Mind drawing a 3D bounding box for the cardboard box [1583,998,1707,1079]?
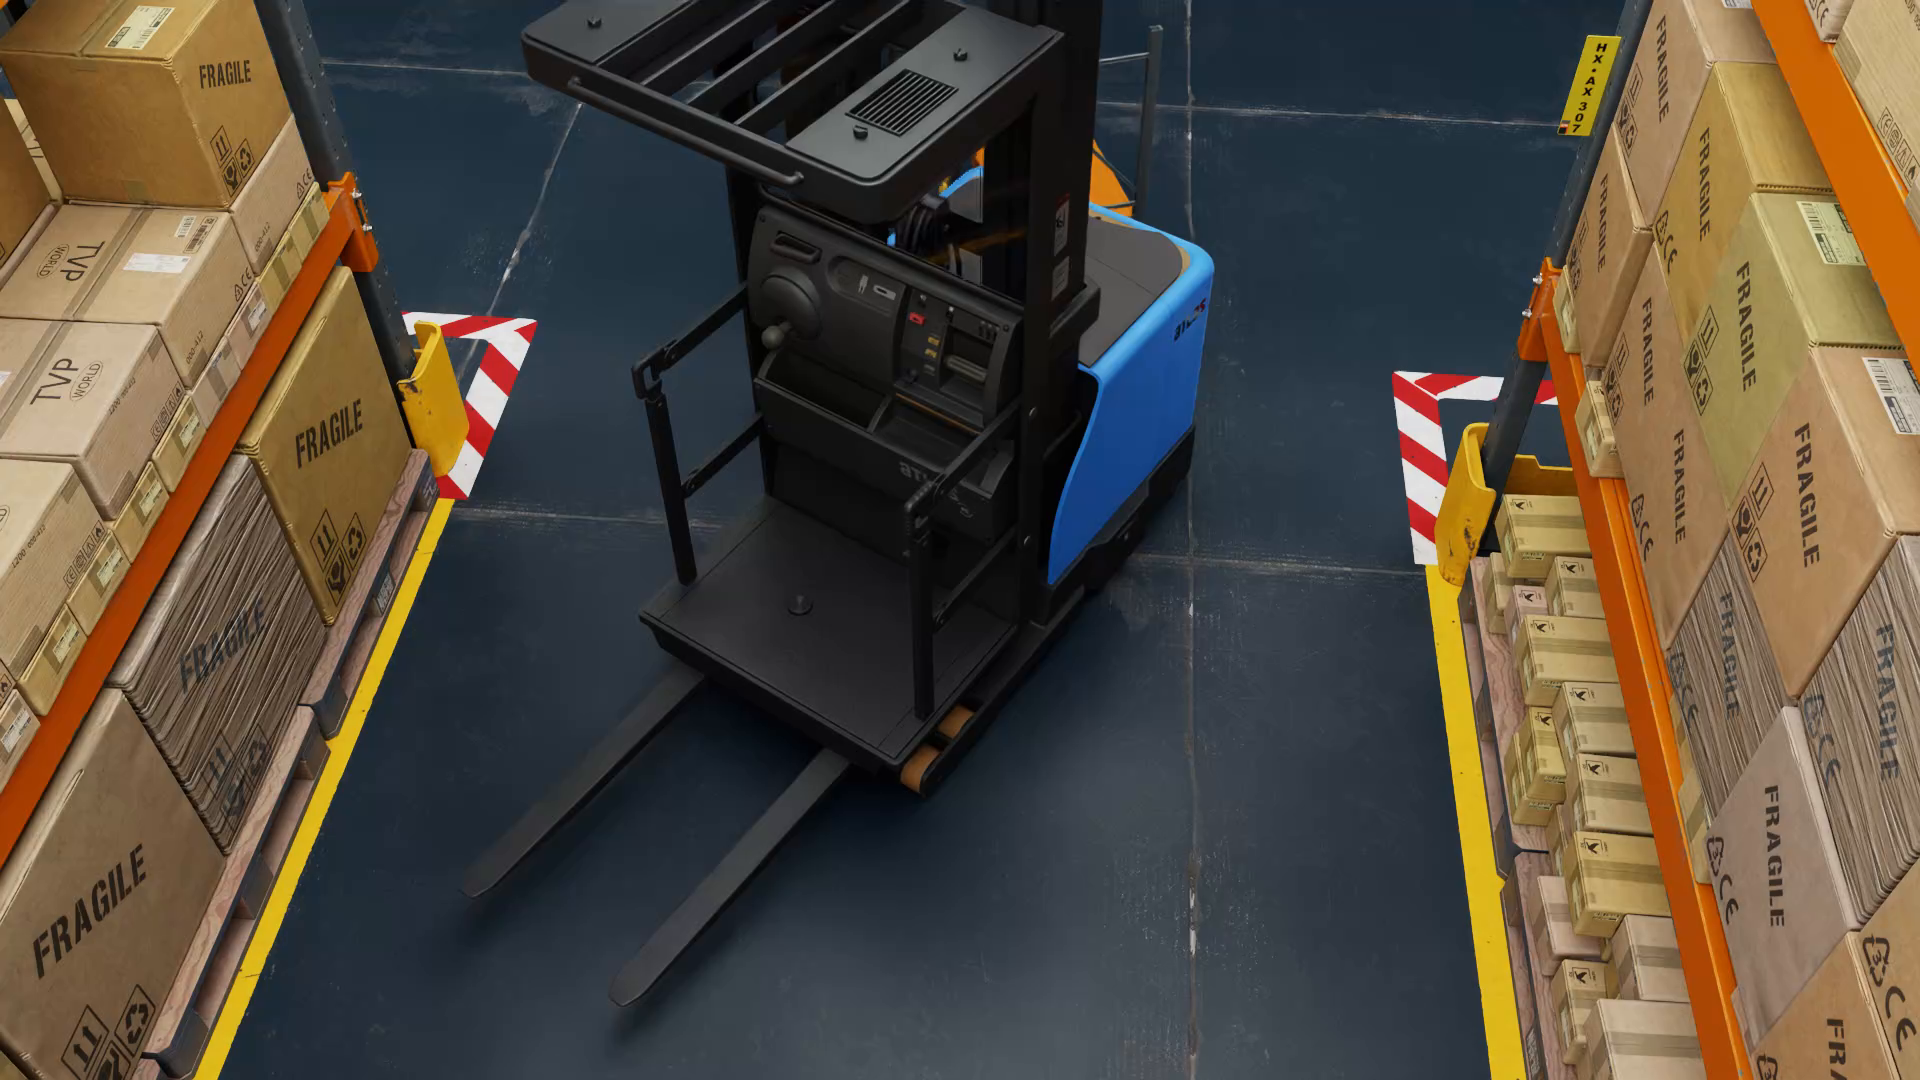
[{"bbox_3d":[1.826,1.327,4.247,0.380,0.149,0.250,2,48,2],"label":"cardboard box"}]

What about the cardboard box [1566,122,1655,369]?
[{"bbox_3d":[2.055,-0.812,4.691,0.500,0.500,0.500,6,48,5],"label":"cardboard box"}]

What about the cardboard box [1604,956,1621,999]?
[{"bbox_3d":[1.974,1.264,4.507,0.380,0.149,0.250,6,48,5],"label":"cardboard box"}]

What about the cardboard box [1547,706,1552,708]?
[{"bbox_3d":[2.053,0.482,5.222,0.380,0.149,0.250,4,48,4],"label":"cardboard box"}]

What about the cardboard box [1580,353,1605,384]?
[{"bbox_3d":[2.034,-0.499,4.843,0.380,0.149,0.250,5,48,5],"label":"cardboard box"}]

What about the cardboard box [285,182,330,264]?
[{"bbox_3d":[-2.263,-1.028,5.328,0.380,0.149,0.250,5,48,4],"label":"cardboard box"}]

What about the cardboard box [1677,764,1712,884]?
[{"bbox_3d":[1.871,0.656,3.788,0.380,0.149,0.250,5,48,4],"label":"cardboard box"}]

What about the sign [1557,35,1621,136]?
[{"bbox_3d":[1.831,-1.318,4.836,0.100,0.325,0.005,4,48,4],"label":"sign"}]

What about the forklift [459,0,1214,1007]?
[{"bbox_3d":[-0.366,-0.566,4.781,1.130,2.935,3.031,27,53,23],"label":"forklift"}]

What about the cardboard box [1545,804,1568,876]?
[{"bbox_3d":[1.986,0.950,4.996,0.380,0.149,0.250,4,48,4],"label":"cardboard box"}]

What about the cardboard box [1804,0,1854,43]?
[{"bbox_3d":[2.024,-1.252,3.431,0.500,0.250,0.500,5,48,5],"label":"cardboard box"}]

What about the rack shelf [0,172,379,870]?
[{"bbox_3d":[-2.741,0.315,4.416,1.077,0.370,4.000,4,48,4],"label":"rack shelf"}]

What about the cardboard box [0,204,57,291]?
[{"bbox_3d":[-2.912,-0.730,4.785,0.500,0.250,0.500,3,48,3],"label":"cardboard box"}]

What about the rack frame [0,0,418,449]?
[{"bbox_3d":[-2.559,-1.397,5.495,1.000,3.000,0.127,4,48,4],"label":"rack frame"}]

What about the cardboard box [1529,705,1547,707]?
[{"bbox_3d":[2.047,0.575,5.338,0.380,0.149,0.250,4,48,4],"label":"cardboard box"}]

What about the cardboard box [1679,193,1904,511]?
[{"bbox_3d":[1.957,-0.397,3.633,0.500,0.500,0.500,3,48,3],"label":"cardboard box"}]

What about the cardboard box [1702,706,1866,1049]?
[{"bbox_3d":[1.865,0.695,3.313,0.500,0.500,0.500,4,48,3],"label":"cardboard box"}]

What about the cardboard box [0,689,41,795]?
[{"bbox_3d":[-2.447,0.480,3.949,0.380,0.149,0.250,4,48,4],"label":"cardboard box"}]

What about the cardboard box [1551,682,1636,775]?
[{"bbox_3d":[1.989,0.568,4.942,0.380,0.149,0.250,2,48,2],"label":"cardboard box"}]

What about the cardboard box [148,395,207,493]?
[{"bbox_3d":[-2.355,-0.278,4.642,0.380,0.149,0.250,3,48,3],"label":"cardboard box"}]

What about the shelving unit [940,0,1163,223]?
[{"bbox_3d":[0.333,-1.624,6.719,0.587,1.500,1.083,-12,49,-10],"label":"shelving unit"}]

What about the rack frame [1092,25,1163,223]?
[{"bbox_3d":[0.472,-1.256,6.383,0.500,1.500,0.032,-12,49,-10],"label":"rack frame"}]

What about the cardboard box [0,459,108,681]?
[{"bbox_3d":[-2.475,0.057,4.065,0.500,0.250,0.500,4,48,4],"label":"cardboard box"}]

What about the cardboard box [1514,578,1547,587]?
[{"bbox_3d":[2.068,0.099,5.573,0.380,0.149,0.250,6,48,5],"label":"cardboard box"}]

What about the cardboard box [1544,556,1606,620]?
[{"bbox_3d":[2.080,0.203,5.276,0.380,0.149,0.250,5,48,4],"label":"cardboard box"}]

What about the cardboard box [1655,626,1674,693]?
[{"bbox_3d":[1.969,0.272,4.138,0.380,0.149,0.250,3,48,3],"label":"cardboard box"}]

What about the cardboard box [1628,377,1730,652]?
[{"bbox_3d":[1.975,-0.058,4.001,0.500,0.500,0.500,4,48,4],"label":"cardboard box"}]

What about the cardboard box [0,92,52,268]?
[{"bbox_3d":[-2.917,-0.998,4.522,0.500,0.500,0.500,3,48,3],"label":"cardboard box"}]

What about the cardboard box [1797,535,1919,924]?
[{"bbox_3d":[1.883,0.360,2.941,0.500,0.500,0.500,5,48,5],"label":"cardboard box"}]

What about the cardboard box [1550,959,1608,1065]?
[{"bbox_3d":[1.877,1.332,4.646,0.380,0.149,0.250,4,48,4],"label":"cardboard box"}]

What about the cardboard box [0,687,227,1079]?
[{"bbox_3d":[-2.701,0.977,4.479,0.875,0.875,0.875,4,48,4],"label":"cardboard box"}]

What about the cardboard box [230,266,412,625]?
[{"bbox_3d":[-2.537,-0.346,5.689,0.875,0.875,0.875,4,48,4],"label":"cardboard box"}]

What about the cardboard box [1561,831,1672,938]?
[{"bbox_3d":[1.885,0.961,4.582,0.380,0.149,0.250,5,48,4],"label":"cardboard box"}]

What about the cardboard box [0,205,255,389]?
[{"bbox_3d":[-2.385,-0.700,4.758,0.500,0.250,0.500,3,48,3],"label":"cardboard box"}]

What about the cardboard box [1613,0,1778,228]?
[{"bbox_3d":[2.066,-1.149,4.321,0.500,0.500,0.500,4,48,3],"label":"cardboard box"}]

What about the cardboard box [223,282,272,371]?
[{"bbox_3d":[-2.309,-0.652,4.984,0.380,0.149,0.250,4,48,4],"label":"cardboard box"}]

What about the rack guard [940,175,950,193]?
[{"bbox_3d":[0.200,-1.556,7.504,0.587,0.250,0.087,-12,49,-10],"label":"rack guard"}]

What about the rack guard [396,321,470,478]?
[{"bbox_3d":[-2.556,-0.571,6.433,1.175,0.500,0.348,4,48,4],"label":"rack guard"}]

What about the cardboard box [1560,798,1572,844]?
[{"bbox_3d":[1.992,0.864,4.872,0.380,0.149,0.250,2,48,2],"label":"cardboard box"}]

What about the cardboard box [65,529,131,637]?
[{"bbox_3d":[-2.403,0.095,4.301,0.380,0.149,0.250,5,48,4],"label":"cardboard box"}]

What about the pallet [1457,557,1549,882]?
[{"bbox_3d":[2.255,0.602,5.556,1.003,0.211,1.213,4,48,4],"label":"pallet"}]

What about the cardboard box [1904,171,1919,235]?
[{"bbox_3d":[1.932,-0.494,2.738,0.500,0.250,0.500,4,48,3],"label":"cardboard box"}]

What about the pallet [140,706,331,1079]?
[{"bbox_3d":[-2.667,1.031,5.164,1.003,0.211,1.213,4,48,4],"label":"pallet"}]
